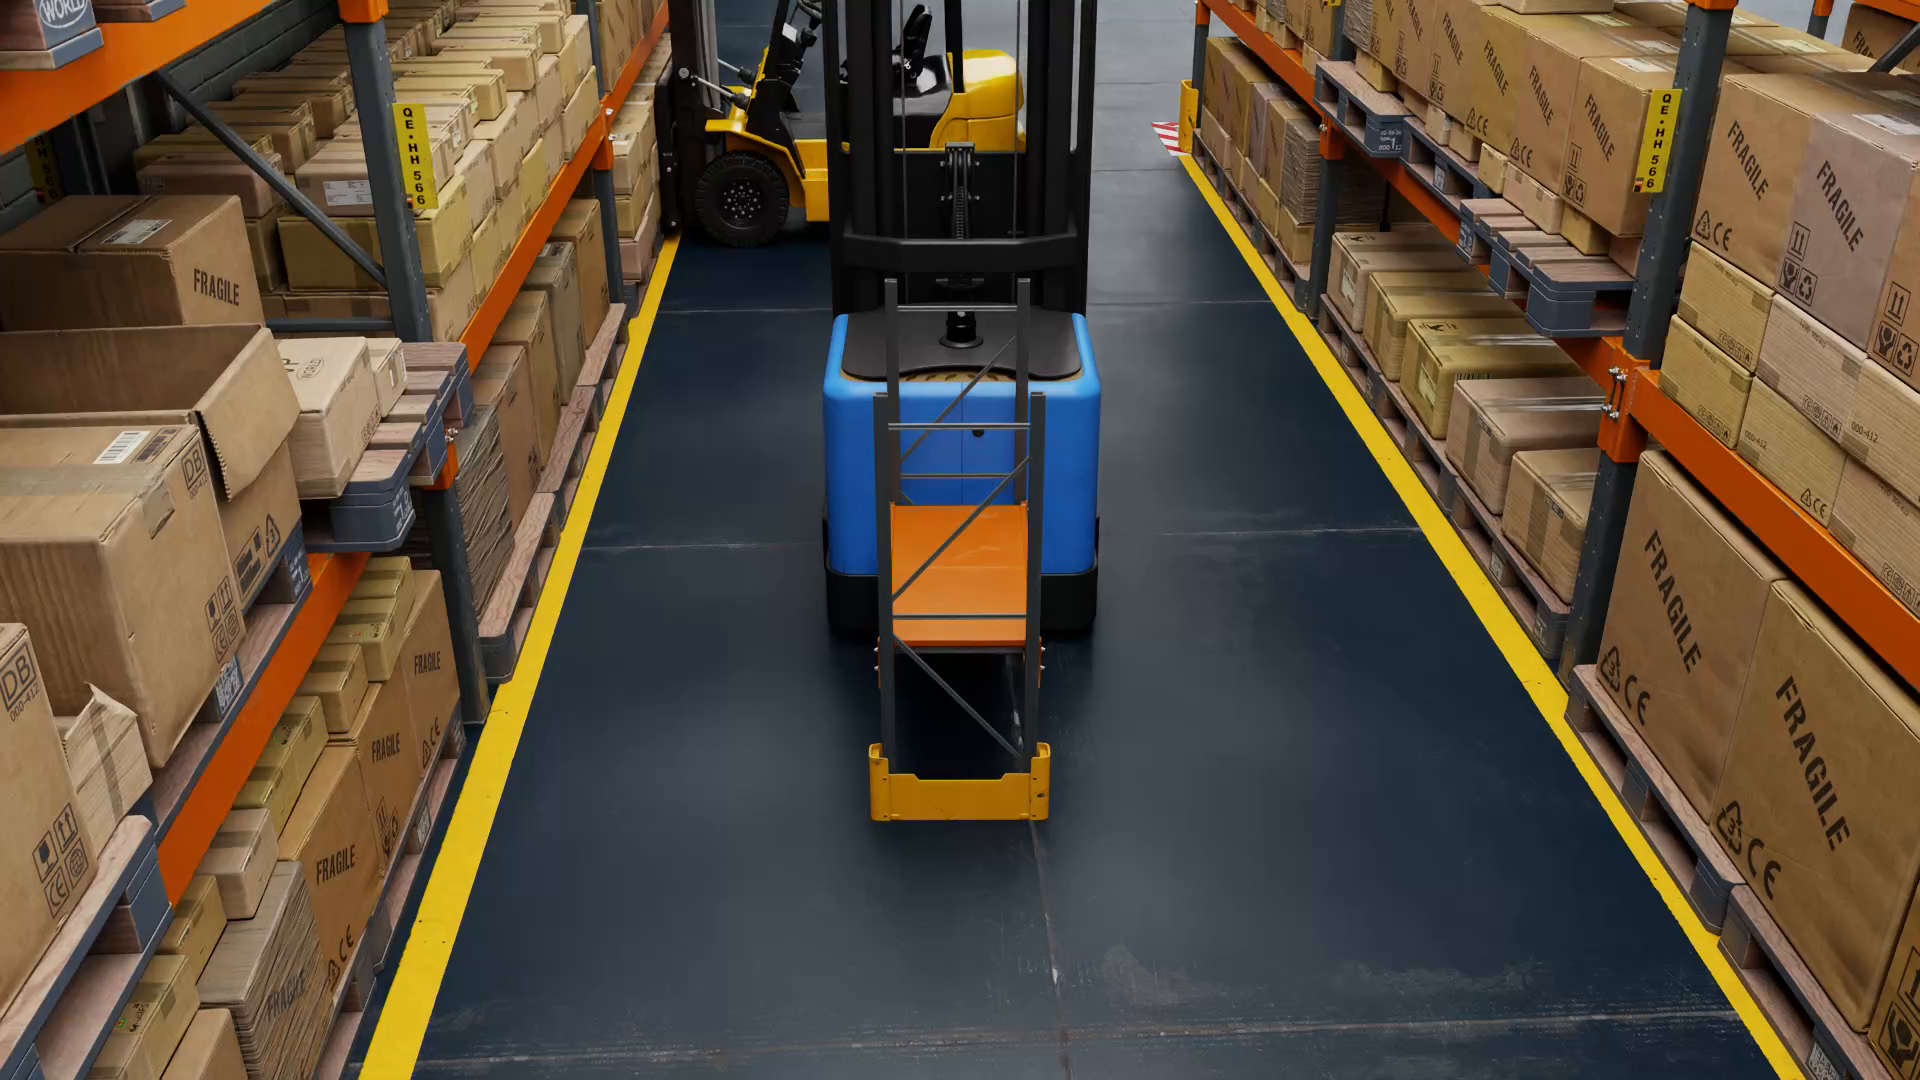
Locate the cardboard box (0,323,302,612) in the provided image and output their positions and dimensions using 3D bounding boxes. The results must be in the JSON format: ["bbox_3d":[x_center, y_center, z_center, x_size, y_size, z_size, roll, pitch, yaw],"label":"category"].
[{"bbox_3d":[-1.939,-0.159,3.745,0.797,0.503,0.637,-2,28,-4],"label":"cardboard box"}]

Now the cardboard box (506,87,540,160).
[{"bbox_3d":[-2.075,-1.751,6.985,0.500,0.250,0.500,-1,28,-2],"label":"cardboard box"}]

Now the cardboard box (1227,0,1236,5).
[{"bbox_3d":[2.068,-3.860,11.679,0.380,0.149,0.250,-1,28,-2],"label":"cardboard box"}]

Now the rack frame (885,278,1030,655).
[{"bbox_3d":[-0.009,-0.229,6.068,0.500,1.500,0.032,0,28,0],"label":"rack frame"}]

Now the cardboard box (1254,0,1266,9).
[{"bbox_3d":[2.170,-3.734,10.736,0.500,0.500,0.500,-2,28,-4],"label":"cardboard box"}]

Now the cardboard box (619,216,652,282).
[{"bbox_3d":[-2.113,-1.722,9.827,0.500,0.250,0.500,-1,28,-2],"label":"cardboard box"}]

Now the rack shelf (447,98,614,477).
[{"bbox_3d":[-2.314,-1.281,7.240,1.077,0.370,4.000,-1,28,-3],"label":"rack shelf"}]

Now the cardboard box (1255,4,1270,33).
[{"bbox_3d":[2.128,-3.381,10.760,0.380,0.149,0.250,-1,28,-2],"label":"cardboard box"}]

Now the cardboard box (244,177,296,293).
[{"bbox_3d":[-2.510,-1.032,5.607,0.500,0.250,0.500,-1,28,-2],"label":"cardboard box"}]

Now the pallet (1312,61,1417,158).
[{"bbox_3d":[2.433,-2.203,8.438,1.003,0.211,1.213,-1,28,-3],"label":"pallet"}]

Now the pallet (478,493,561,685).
[{"bbox_3d":[-2.213,0.179,6.678,1.003,0.211,1.213,-1,28,-3],"label":"pallet"}]

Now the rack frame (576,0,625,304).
[{"bbox_3d":[-2.418,-2.523,8.844,1.000,3.000,0.127,-1,28,-3],"label":"rack frame"}]

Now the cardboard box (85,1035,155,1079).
[{"bbox_3d":[-1.873,1.147,3.355,0.380,0.149,0.250,-1,28,-3],"label":"cardboard box"}]

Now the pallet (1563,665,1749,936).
[{"bbox_3d":[2.713,0.805,5.479,1.003,0.211,1.213,-1,28,-3],"label":"pallet"}]

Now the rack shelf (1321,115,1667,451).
[{"bbox_3d":[2.643,-1.402,7.473,1.077,0.370,4.000,-1,28,-3],"label":"rack shelf"}]

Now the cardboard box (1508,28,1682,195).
[{"bbox_3d":[2.408,-1.602,6.194,0.500,0.500,0.500,-2,28,-3],"label":"cardboard box"}]

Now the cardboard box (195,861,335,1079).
[{"bbox_3d":[-1.881,1.148,4.053,0.500,0.500,0.500,-2,28,-4],"label":"cardboard box"}]

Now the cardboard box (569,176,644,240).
[{"bbox_3d":[-2.135,-1.943,9.710,0.500,0.250,0.500,-2,28,-3],"label":"cardboard box"}]

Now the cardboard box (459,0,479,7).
[{"bbox_3d":[-2.614,-2.688,8.350,0.380,0.149,0.250,-2,28,-4],"label":"cardboard box"}]

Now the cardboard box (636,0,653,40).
[{"bbox_3d":[-2.257,-3.486,10.581,0.500,0.500,0.500,-1,28,-2],"label":"cardboard box"}]

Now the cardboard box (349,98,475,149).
[{"bbox_3d":[-2.012,-1.524,6.119,0.380,0.149,0.250,-1,28,-2],"label":"cardboard box"}]

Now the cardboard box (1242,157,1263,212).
[{"bbox_3d":[2.180,-2.359,11.049,0.500,0.250,0.500,-1,28,-2],"label":"cardboard box"}]

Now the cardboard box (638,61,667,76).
[{"bbox_3d":[-2.223,-3.107,11.402,0.500,0.250,0.500,-1,28,-2],"label":"cardboard box"}]

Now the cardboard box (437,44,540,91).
[{"bbox_3d":[-1.991,-1.993,7.018,0.380,0.149,0.250,-2,28,-4],"label":"cardboard box"}]

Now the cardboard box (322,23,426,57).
[{"bbox_3d":[-2.618,-2.214,7.442,0.380,0.149,0.250,-1,28,-3],"label":"cardboard box"}]

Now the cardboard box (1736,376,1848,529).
[{"bbox_3d":[2.566,-0.262,4.672,0.500,0.250,0.500,-2,28,-4],"label":"cardboard box"}]

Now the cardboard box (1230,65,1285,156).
[{"bbox_3d":[2.147,-2.928,11.329,0.500,0.500,0.500,-1,28,-2],"label":"cardboard box"}]

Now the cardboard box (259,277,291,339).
[{"bbox_3d":[-2.488,-0.811,5.724,0.500,0.250,0.500,-2,28,-4],"label":"cardboard box"}]

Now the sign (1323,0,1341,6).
[{"bbox_3d":[1.997,-3.012,8.845,0.100,0.325,0.005,-1,28,-3],"label":"sign"}]

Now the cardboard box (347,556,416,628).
[{"bbox_3d":[-1.930,0.180,5.208,0.380,0.149,0.250,-3,28,-5],"label":"cardboard box"}]

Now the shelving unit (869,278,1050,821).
[{"bbox_3d":[-0.005,0.010,5.609,0.587,1.500,1.083,0,28,0],"label":"shelving unit"}]

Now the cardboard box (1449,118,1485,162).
[{"bbox_3d":[2.335,-1.732,7.144,0.380,0.149,0.250,-2,28,-4],"label":"cardboard box"}]

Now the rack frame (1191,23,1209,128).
[{"bbox_3d":[2.330,-4.492,12.619,1.000,3.000,0.127,-1,28,-3],"label":"rack frame"}]

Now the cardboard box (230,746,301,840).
[{"bbox_3d":[-1.934,0.667,4.276,0.380,0.149,0.250,-2,28,-3],"label":"cardboard box"}]

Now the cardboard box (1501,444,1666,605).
[{"bbox_3d":[2.728,-0.080,6.547,0.950,0.372,0.625,-3,28,-6],"label":"cardboard box"}]

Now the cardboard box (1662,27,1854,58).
[{"bbox_3d":[2.921,-1.614,6.217,0.500,0.500,0.500,0,28,0],"label":"cardboard box"}]

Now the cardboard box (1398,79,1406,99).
[{"bbox_3d":[2.347,-2.212,8.066,0.380,0.149,0.250,0,28,1],"label":"cardboard box"}]

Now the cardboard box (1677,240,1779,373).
[{"bbox_3d":[2.527,-0.713,4.995,0.500,0.250,0.500,-2,28,-3],"label":"cardboard box"}]

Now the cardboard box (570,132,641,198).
[{"bbox_3d":[-2.130,-2.165,9.595,0.500,0.250,0.500,-2,28,-3],"label":"cardboard box"}]

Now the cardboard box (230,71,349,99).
[{"bbox_3d":[-2.621,-1.740,6.533,0.380,0.149,0.250,-2,28,-3],"label":"cardboard box"}]

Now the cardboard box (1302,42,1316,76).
[{"bbox_3d":[2.198,-2.790,9.627,0.380,0.149,0.250,-1,28,-1],"label":"cardboard box"}]

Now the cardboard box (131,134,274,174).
[{"bbox_3d":[-2.554,-1.272,5.635,0.380,0.149,0.250,-1,28,-1],"label":"cardboard box"}]

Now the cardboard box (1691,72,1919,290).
[{"bbox_3d":[2.529,-1.052,4.833,0.500,0.500,0.500,-2,28,-4],"label":"cardboard box"}]

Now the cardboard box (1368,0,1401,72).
[{"bbox_3d":[2.303,-2.553,8.017,0.500,0.500,0.500,-1,28,-2],"label":"cardboard box"}]

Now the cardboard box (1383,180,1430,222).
[{"bbox_3d":[2.777,-2.223,9.978,0.500,0.500,0.500,0,28,0],"label":"cardboard box"}]

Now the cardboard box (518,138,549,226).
[{"bbox_3d":[-2.069,-1.530,7.102,0.500,0.250,0.500,-1,28,-1],"label":"cardboard box"}]

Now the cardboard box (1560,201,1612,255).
[{"bbox_3d":[2.409,-1.140,6.010,0.380,0.149,0.250,-1,28,-2],"label":"cardboard box"}]

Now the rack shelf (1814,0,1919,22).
[{"bbox_3d":[7.372,-3.416,11.333,1.077,0.370,4.000,-1,28,-3],"label":"rack shelf"}]

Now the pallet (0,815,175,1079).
[{"bbox_3d":[-1.933,0.885,2.518,1.003,0.211,1.213,-1,28,-3],"label":"pallet"}]

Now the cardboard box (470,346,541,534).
[{"bbox_3d":[-2.270,-0.399,6.886,0.875,0.625,0.625,-1,28,-1],"label":"cardboard box"}]

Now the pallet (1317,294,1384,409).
[{"bbox_3d":[2.581,-1.049,9.033,1.003,0.211,1.213,-1,28,-3],"label":"pallet"}]

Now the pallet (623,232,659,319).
[{"bbox_3d":[-2.418,-1.655,10.195,1.003,0.211,1.213,-1,28,-3],"label":"pallet"}]

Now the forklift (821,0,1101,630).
[{"bbox_3d":[-0.005,-1.589,7.126,1.130,2.935,3.031,0,28,0],"label":"forklift"}]

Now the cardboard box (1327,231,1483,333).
[{"bbox_3d":[2.569,-1.424,9.124,0.950,0.372,0.625,-1,28,-2],"label":"cardboard box"}]

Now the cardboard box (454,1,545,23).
[{"bbox_3d":[-2.187,-2.470,7.932,0.380,0.149,0.250,-1,28,-3],"label":"cardboard box"}]
